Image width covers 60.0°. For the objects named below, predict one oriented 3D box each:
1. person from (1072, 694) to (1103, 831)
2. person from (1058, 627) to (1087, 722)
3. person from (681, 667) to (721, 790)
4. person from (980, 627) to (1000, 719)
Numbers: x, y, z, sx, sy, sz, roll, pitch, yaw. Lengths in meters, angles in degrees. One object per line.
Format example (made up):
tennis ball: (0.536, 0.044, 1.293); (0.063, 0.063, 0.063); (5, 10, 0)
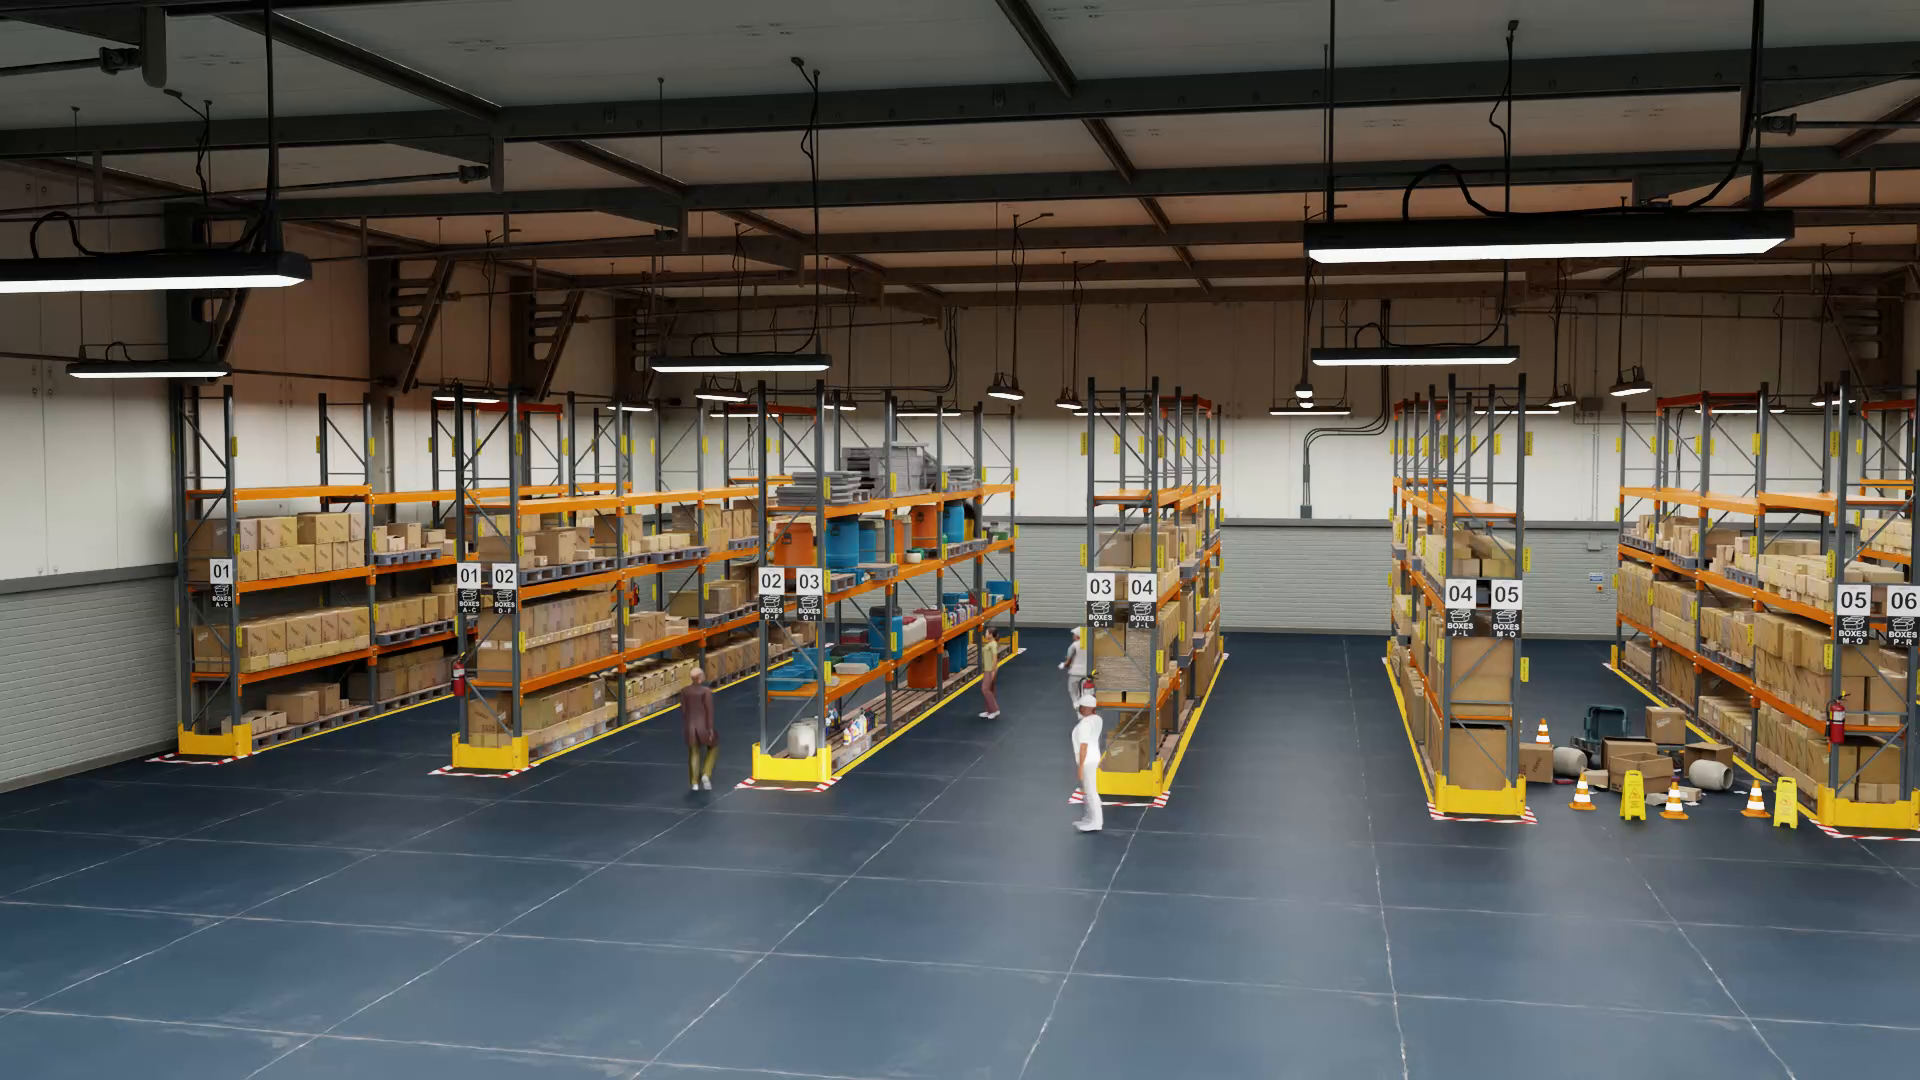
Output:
person: (1.663, 2.902, 21.714); (0.405, 1.781, 0.628); (0, 3, 4)
person: (2.180, 2.433, 30.410); (0.688, 1.721, 0.526); (-1, 3, -23)
person: (-3.791, 2.757, 24.256); (0.565, 1.816, 0.486); (1, 3, 11)
person: (0.550, 2.444, 30.735); (0.373, 1.685, 0.483); (0, 3, -3)
